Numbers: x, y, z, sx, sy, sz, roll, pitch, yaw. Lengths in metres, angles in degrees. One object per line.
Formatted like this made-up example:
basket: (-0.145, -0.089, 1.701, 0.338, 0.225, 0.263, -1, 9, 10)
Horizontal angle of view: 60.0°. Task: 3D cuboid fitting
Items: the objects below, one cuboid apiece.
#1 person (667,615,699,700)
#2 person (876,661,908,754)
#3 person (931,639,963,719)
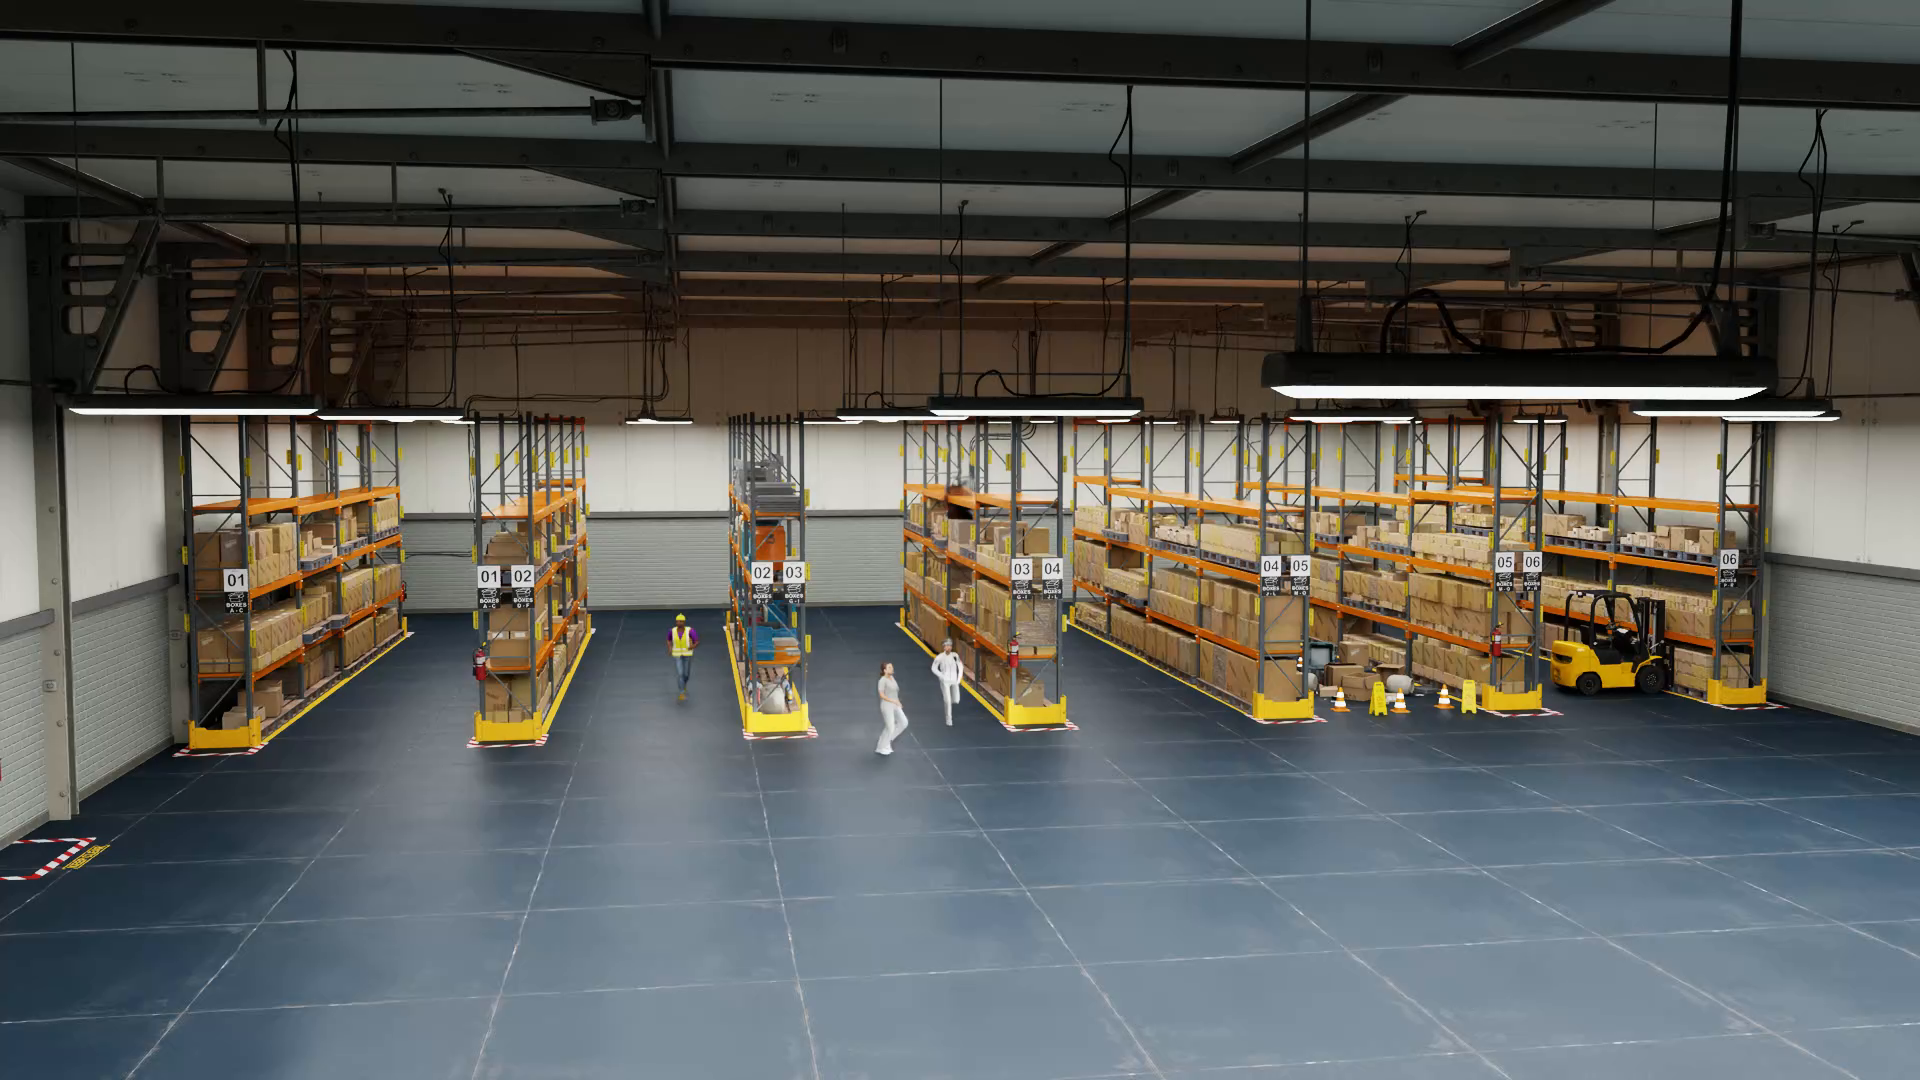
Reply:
person: (-5.862, 2.460, 35.177, 0.689, 1.767, 0.852, 0, 4, -7)
person: (-1.212, 2.929, 29.098, 0.547, 1.628, 0.571, 2, 4, 26)
person: (-0.227, 2.683, 32.095, 0.656, 1.578, 0.494, -2, 4, -21)
